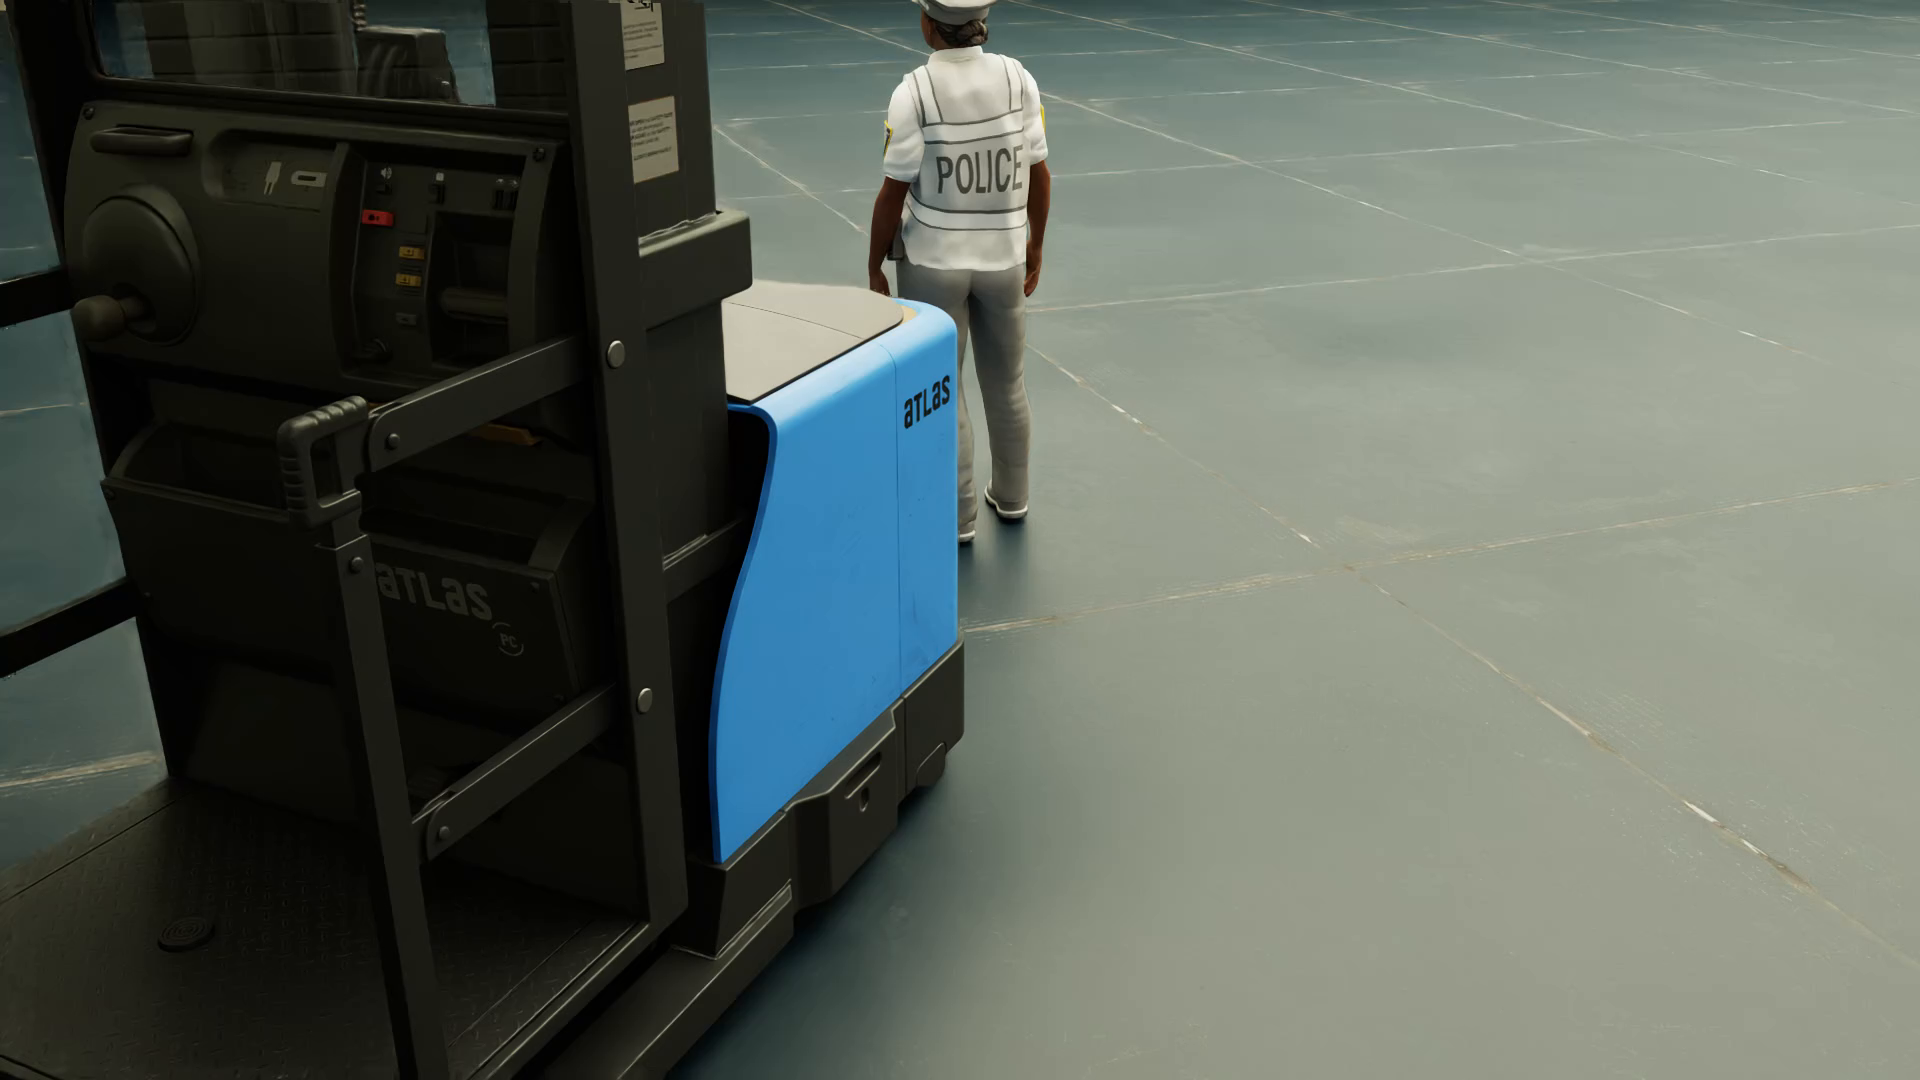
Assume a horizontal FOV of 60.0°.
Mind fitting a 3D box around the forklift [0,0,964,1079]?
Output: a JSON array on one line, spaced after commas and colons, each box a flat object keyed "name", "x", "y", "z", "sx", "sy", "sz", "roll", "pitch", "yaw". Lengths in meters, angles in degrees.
[{"name": "forklift", "x": -1.074, "y": -0.420, "z": 2.296, "sx": 1.130, "sy": 2.935, "sz": 3.031, "roll": 10, "pitch": 25, "yaw": 23}]

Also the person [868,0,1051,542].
[{"name": "person", "x": -0.007, "y": -0.817, "z": 4.820, "sx": 0.569, "sy": 1.693, "sz": 0.528, "roll": -8, "pitch": 24, "yaw": -18}]
